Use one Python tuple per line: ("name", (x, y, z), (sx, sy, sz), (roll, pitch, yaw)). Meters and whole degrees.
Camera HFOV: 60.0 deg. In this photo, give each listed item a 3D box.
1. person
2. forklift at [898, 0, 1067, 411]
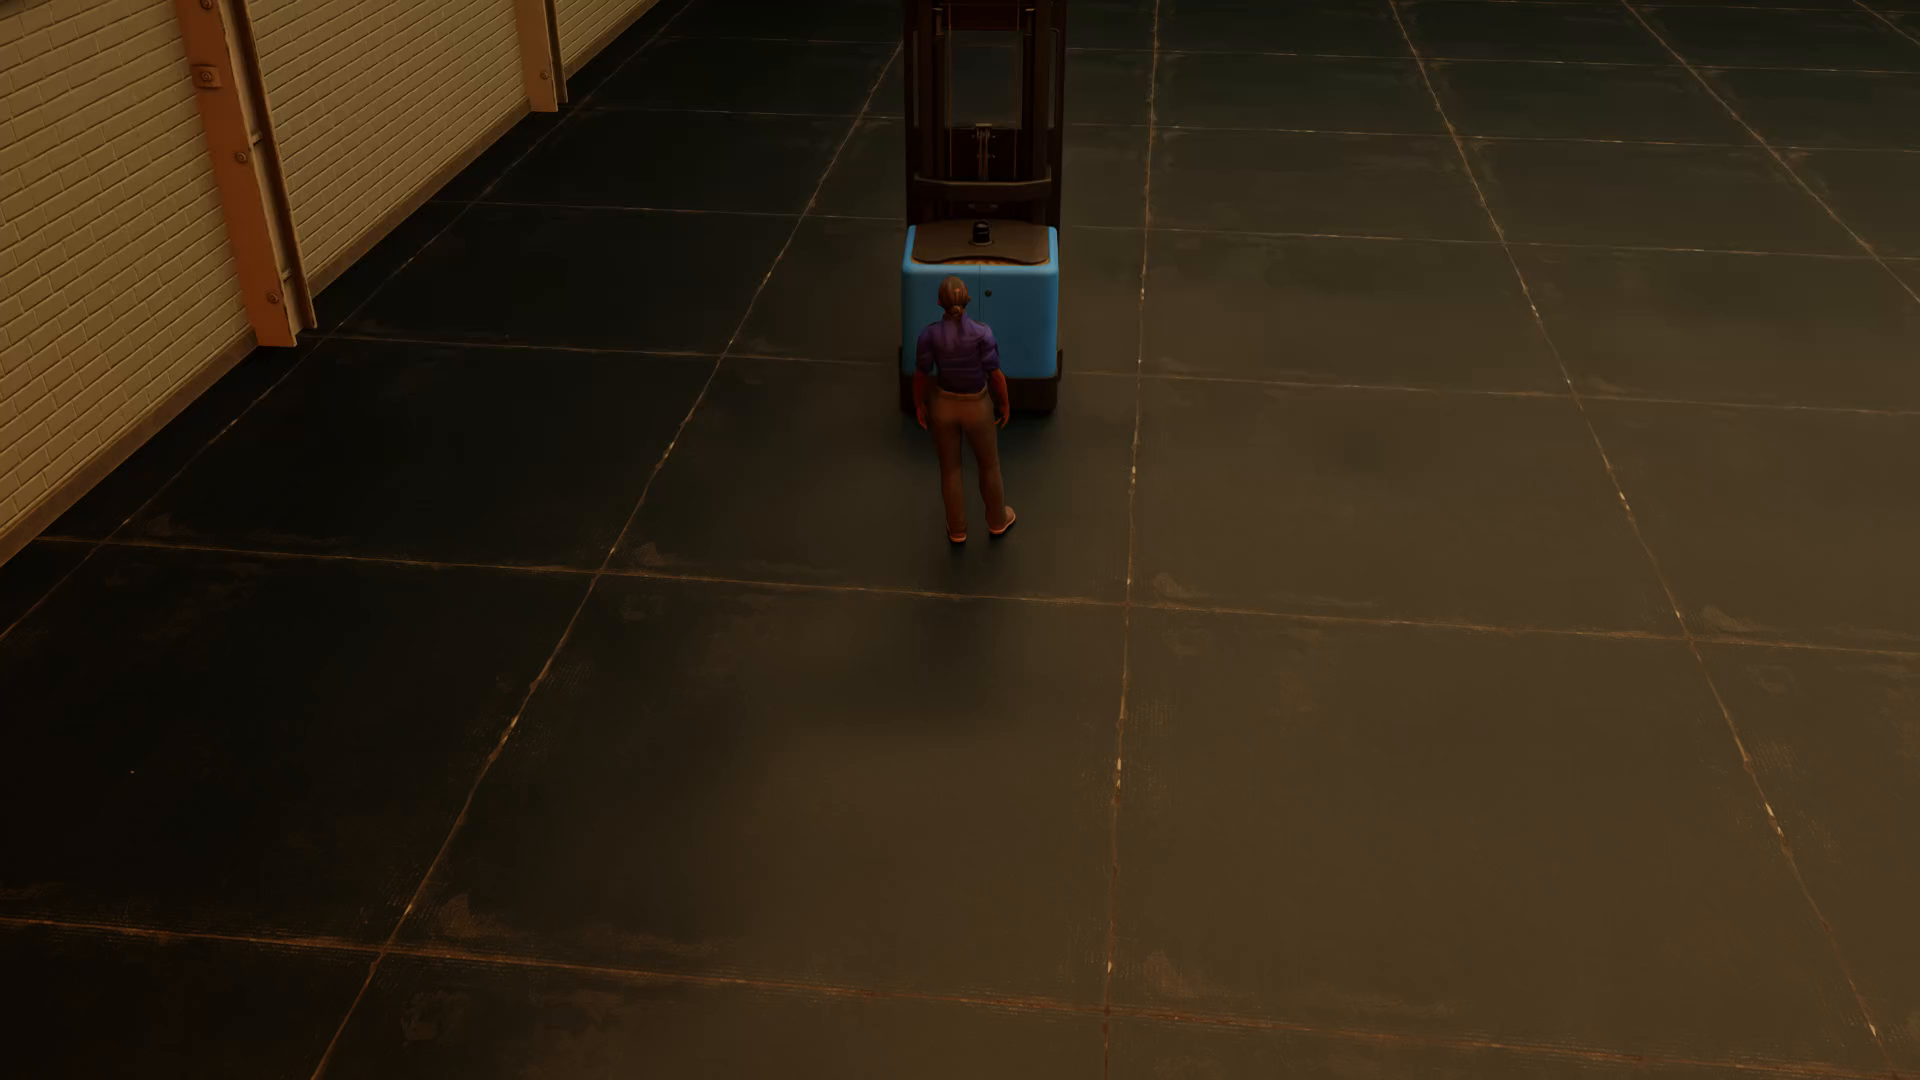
("person", (0.030, -0.762, 9.446), (0.569, 1.656, 0.503), (3, 31, 6))
("forklift", (0.173, -2.839, 11.711), (1.130, 2.935, 3.031), (1, 31, 2))
